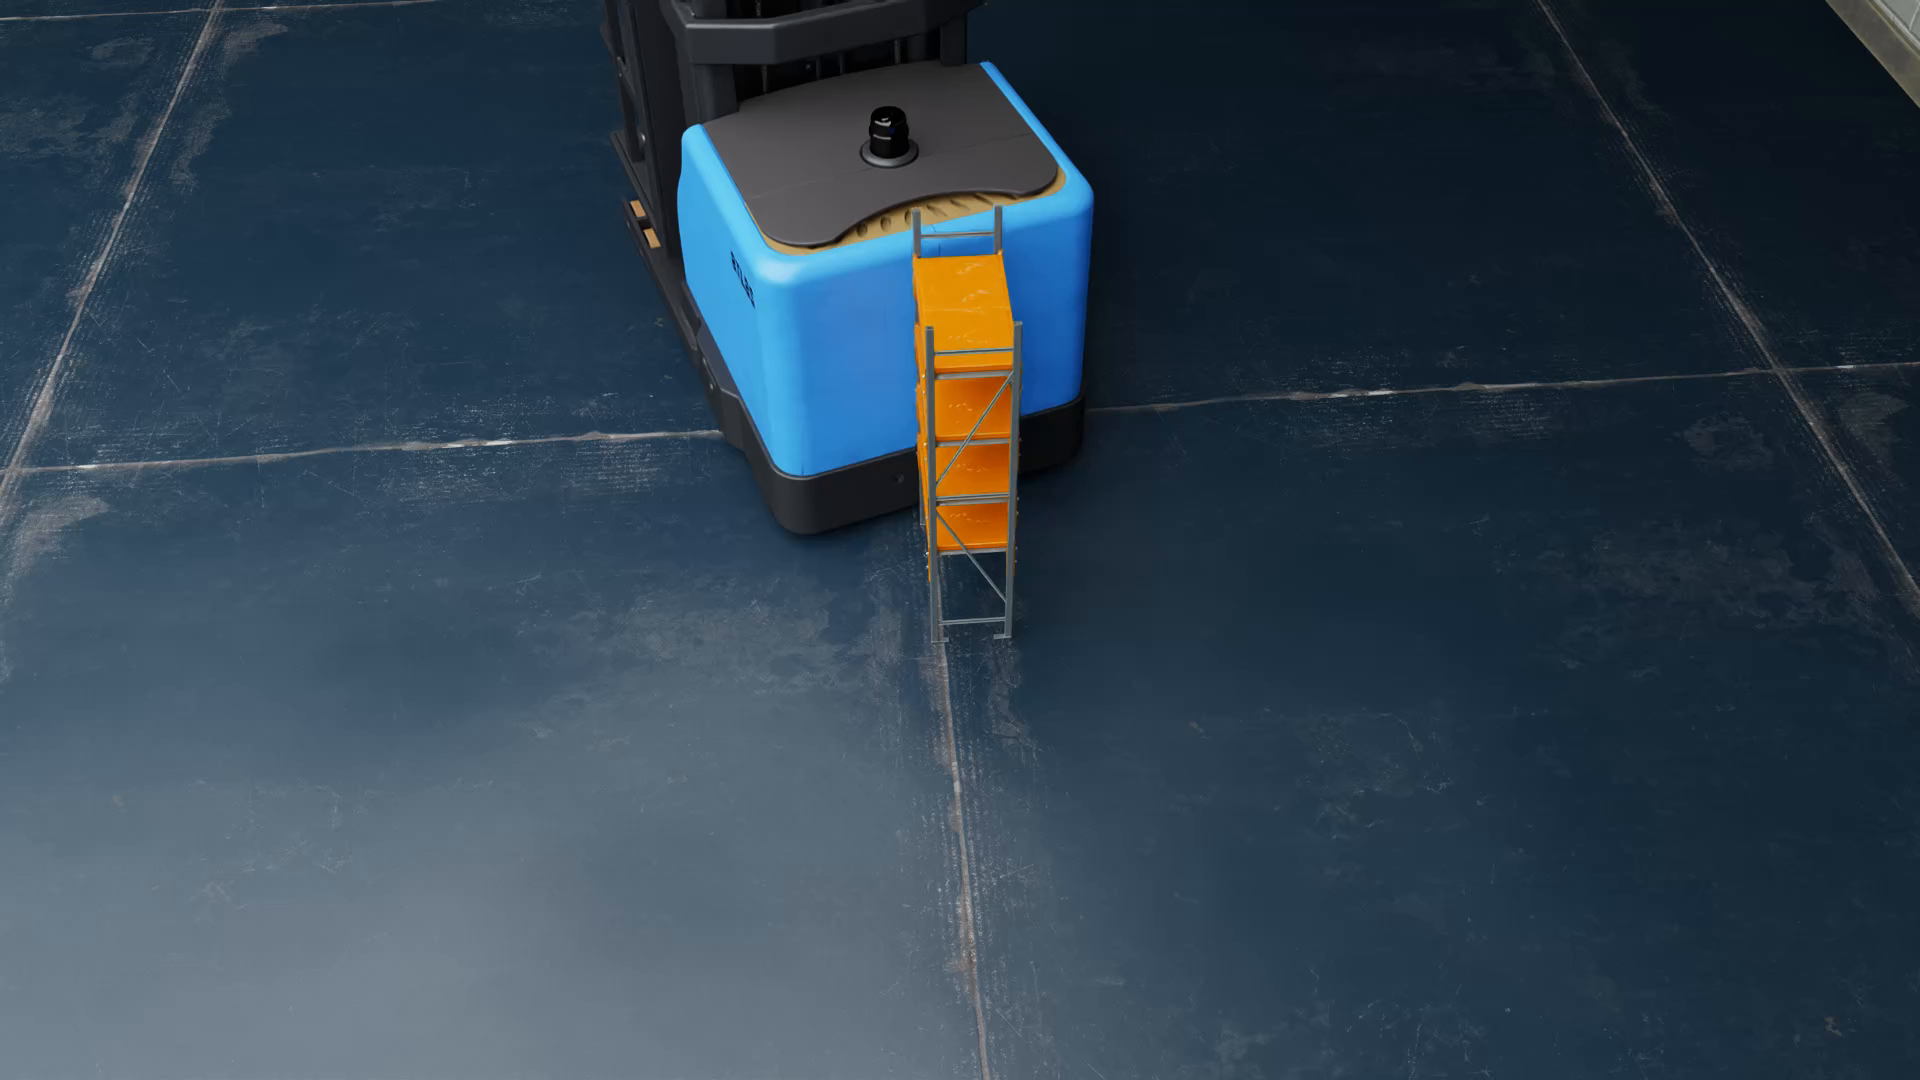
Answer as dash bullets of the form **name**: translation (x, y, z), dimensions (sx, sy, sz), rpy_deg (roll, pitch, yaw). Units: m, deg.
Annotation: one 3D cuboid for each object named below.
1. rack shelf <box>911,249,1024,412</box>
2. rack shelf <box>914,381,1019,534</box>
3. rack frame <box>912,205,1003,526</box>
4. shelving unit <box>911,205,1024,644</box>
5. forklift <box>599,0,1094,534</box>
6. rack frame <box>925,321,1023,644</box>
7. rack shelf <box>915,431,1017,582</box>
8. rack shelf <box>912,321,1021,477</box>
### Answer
- **rack shelf**: translation (0.014, -0.563, 4.416), dimensions (0.258, 0.148, 0.480), rpy_deg (-3, 47, -3)
- **rack shelf**: translation (0.014, -0.247, 4.750), dimensions (0.258, 0.148, 0.480), rpy_deg (-3, 47, -3)
- **rack frame**: translation (-0.007, -0.469, 4.868), dimensions (0.240, 1.200, 0.015), rpy_deg (-3, 47, -3)
- **shelving unit**: translation (0.014, -0.293, 4.701), dimensions (0.258, 1.200, 0.503), rpy_deg (-3, 47, -3)
- **forklift**: translation (-0.628, -2.113, 5.233), dimensions (1.130, 2.935, 3.031), rpy_deg (-17, 49, -15)
- **rack frame**: translation (0.034, -0.116, 4.534), dimensions (0.240, 1.200, 0.015), rpy_deg (-3, 47, -3)
- **rack shelf**: translation (0.014, -0.110, 4.894), dimensions (0.258, 0.148, 0.480), rpy_deg (-3, 47, -3)
- **rack shelf**: translation (0.014, -0.400, 4.587), dimensions (0.258, 0.148, 0.480), rpy_deg (-3, 47, -3)
